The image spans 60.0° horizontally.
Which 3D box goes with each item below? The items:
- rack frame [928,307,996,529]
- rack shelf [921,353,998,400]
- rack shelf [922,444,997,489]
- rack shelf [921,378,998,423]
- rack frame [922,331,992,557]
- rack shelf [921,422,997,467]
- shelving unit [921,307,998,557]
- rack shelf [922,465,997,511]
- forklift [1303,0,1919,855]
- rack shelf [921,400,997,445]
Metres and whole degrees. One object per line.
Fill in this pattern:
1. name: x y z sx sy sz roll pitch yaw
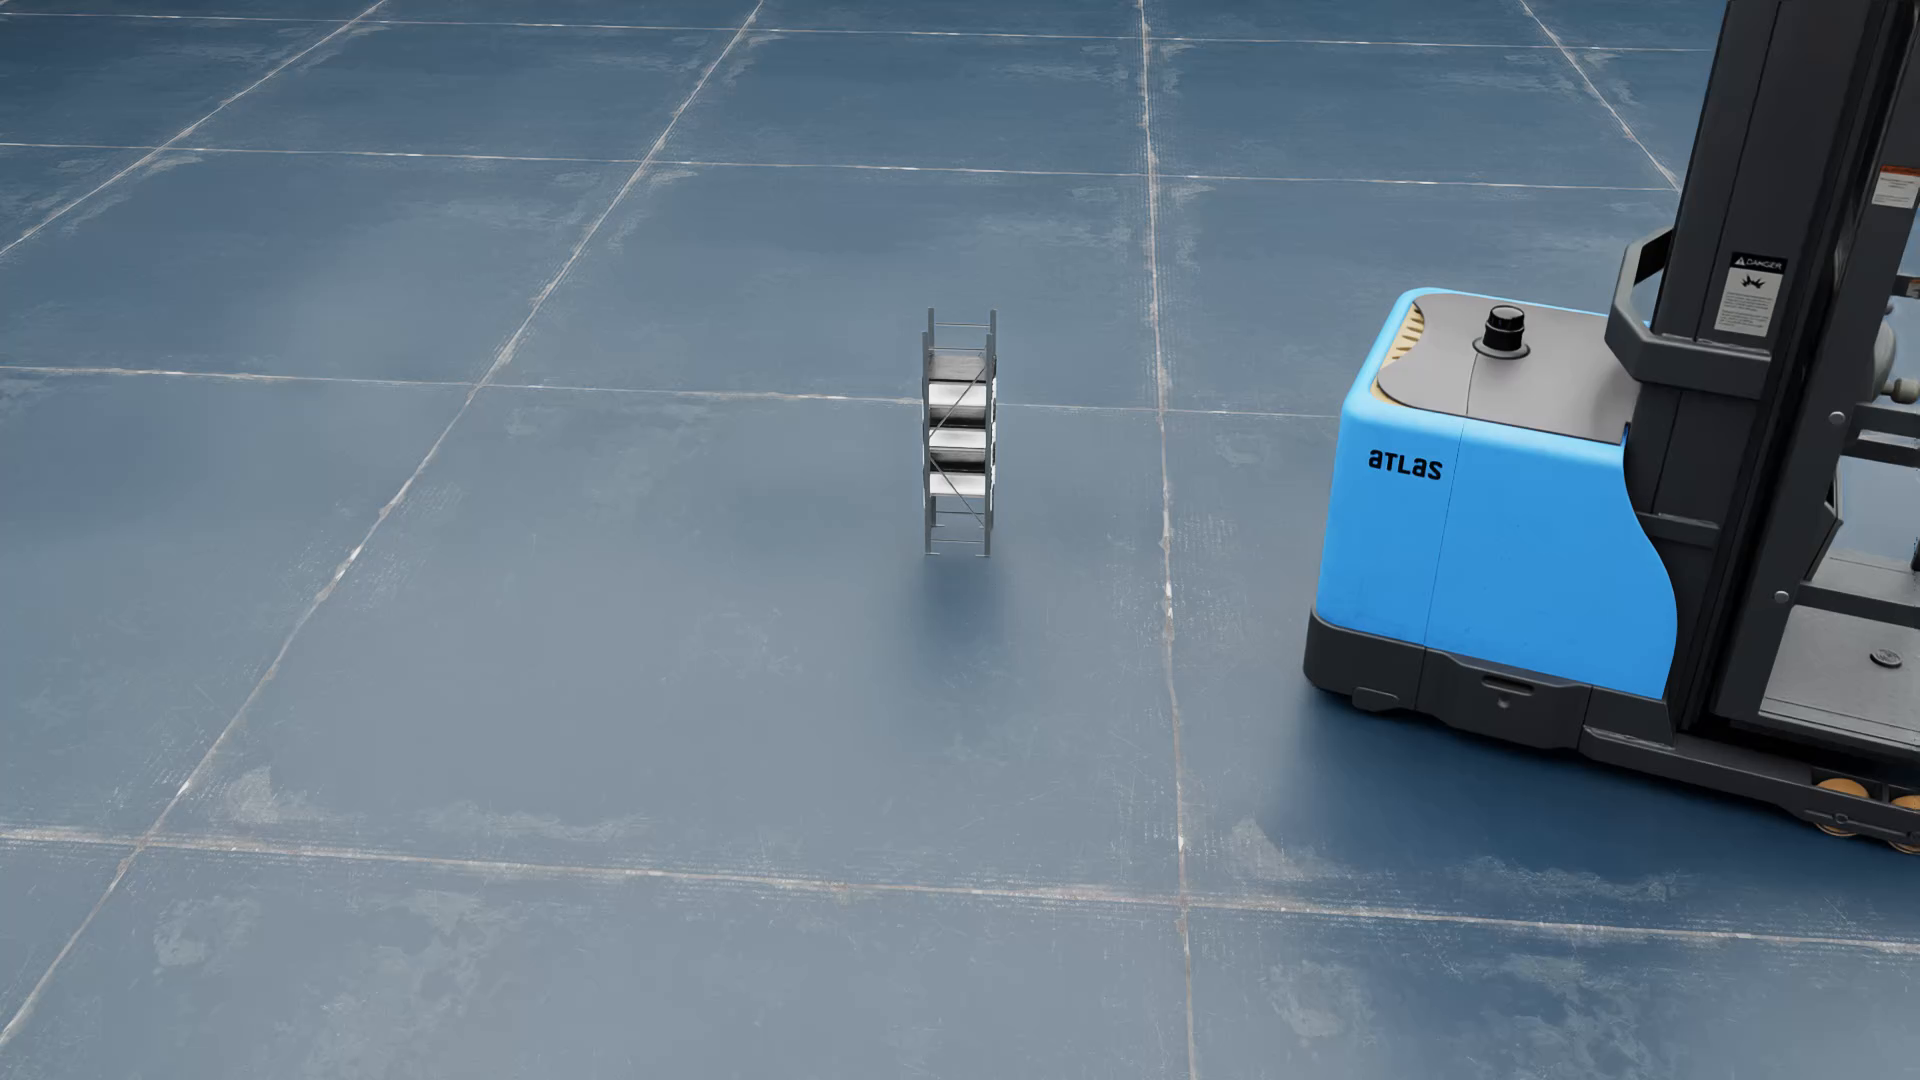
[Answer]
1. rack frame: 0.008 -0.432 6.093 0.240 0.900 0.006 2 32 4
2. rack shelf: -0.001 -0.580 5.883 0.258 0.077 0.200 2 32 4
3. rack shelf: -0.001 -0.274 6.072 0.258 0.077 0.200 2 32 4
4. rack shelf: -0.001 -0.504 5.930 0.258 0.077 0.200 2 32 4
5. rack frame: -0.009 -0.326 5.921 0.240 0.900 0.006 2 32 4
6. rack shelf: -0.001 -0.350 6.025 0.258 0.077 0.200 2 32 4
7. shelving unit: -0.001 -0.379 6.007 0.258 0.900 0.210 2 32 4
8. rack shelf: -0.001 -0.197 6.119 0.258 0.077 0.200 2 32 4
9. forklift: 2.682 -0.662 4.531 3.031 2.935 1.130 13 34 20
10. rack shelf: -0.001 -0.427 5.977 0.258 0.077 0.200 2 32 4
